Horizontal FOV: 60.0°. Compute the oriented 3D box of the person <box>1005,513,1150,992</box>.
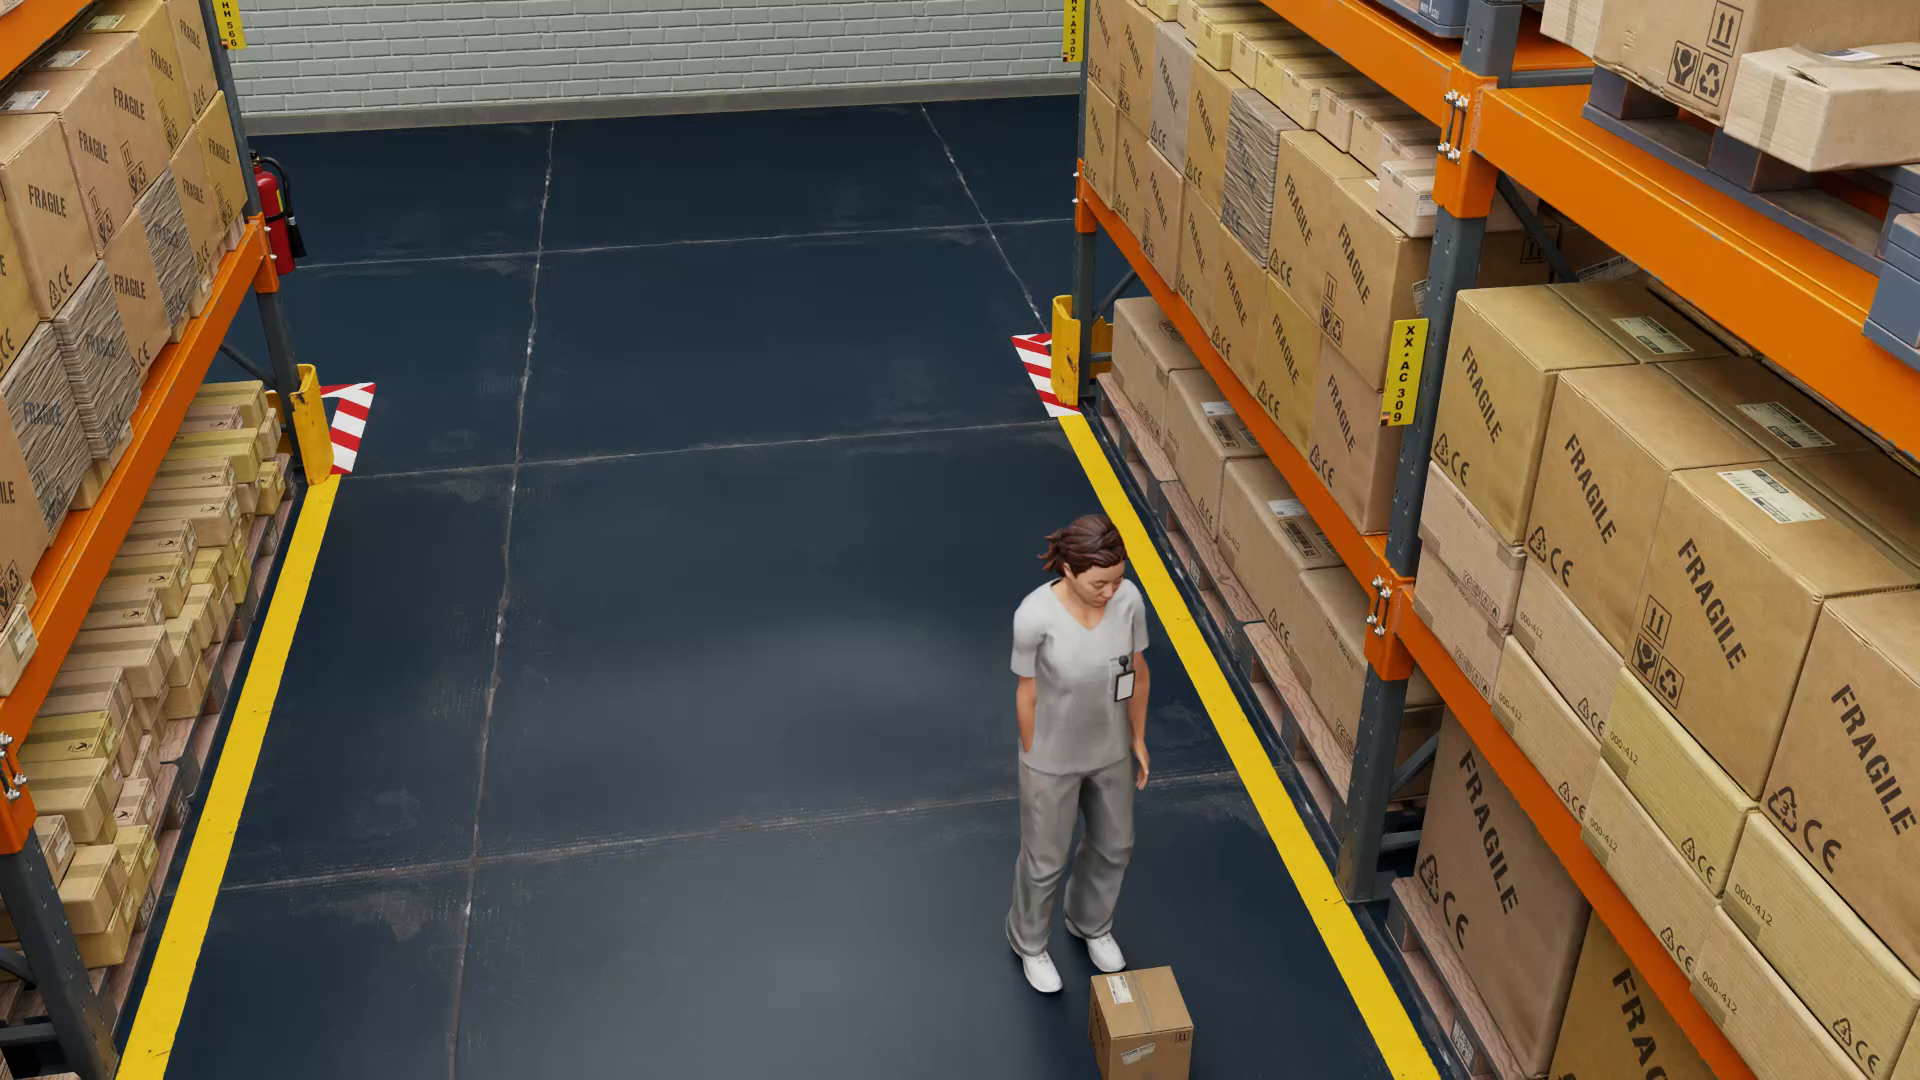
[{"bbox_3d":[0.361,0.637,5.076,0.444,1.669,0.358,-12,33,-19],"label":"person"}]
